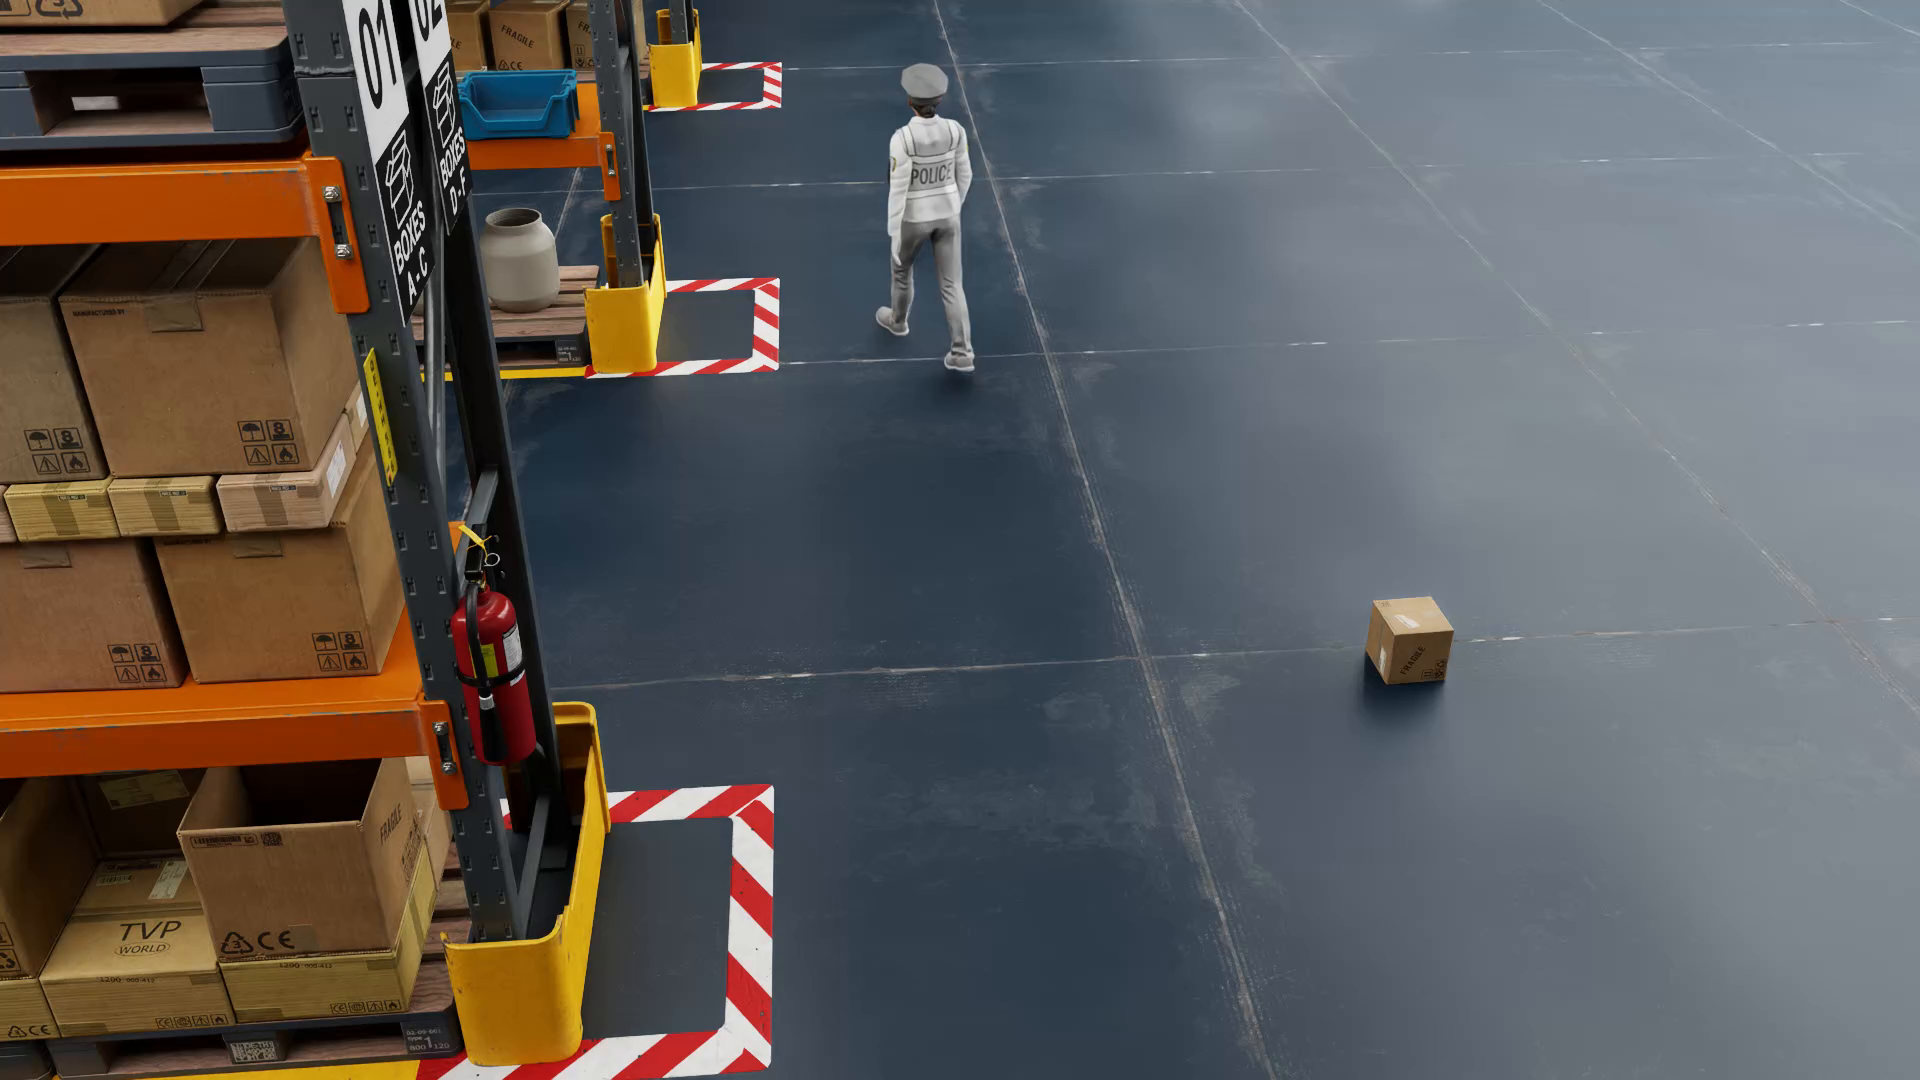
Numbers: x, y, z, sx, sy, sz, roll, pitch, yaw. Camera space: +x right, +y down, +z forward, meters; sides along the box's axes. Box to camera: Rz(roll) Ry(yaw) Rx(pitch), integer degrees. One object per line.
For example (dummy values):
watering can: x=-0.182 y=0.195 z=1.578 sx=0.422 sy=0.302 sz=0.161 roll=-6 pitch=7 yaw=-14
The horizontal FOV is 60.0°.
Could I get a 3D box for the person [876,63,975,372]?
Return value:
person: x=-0.185 y=-1.774 z=9.028 sx=0.520 sy=1.637 sz=1.012 roll=-9 pitch=33 yaw=-15
